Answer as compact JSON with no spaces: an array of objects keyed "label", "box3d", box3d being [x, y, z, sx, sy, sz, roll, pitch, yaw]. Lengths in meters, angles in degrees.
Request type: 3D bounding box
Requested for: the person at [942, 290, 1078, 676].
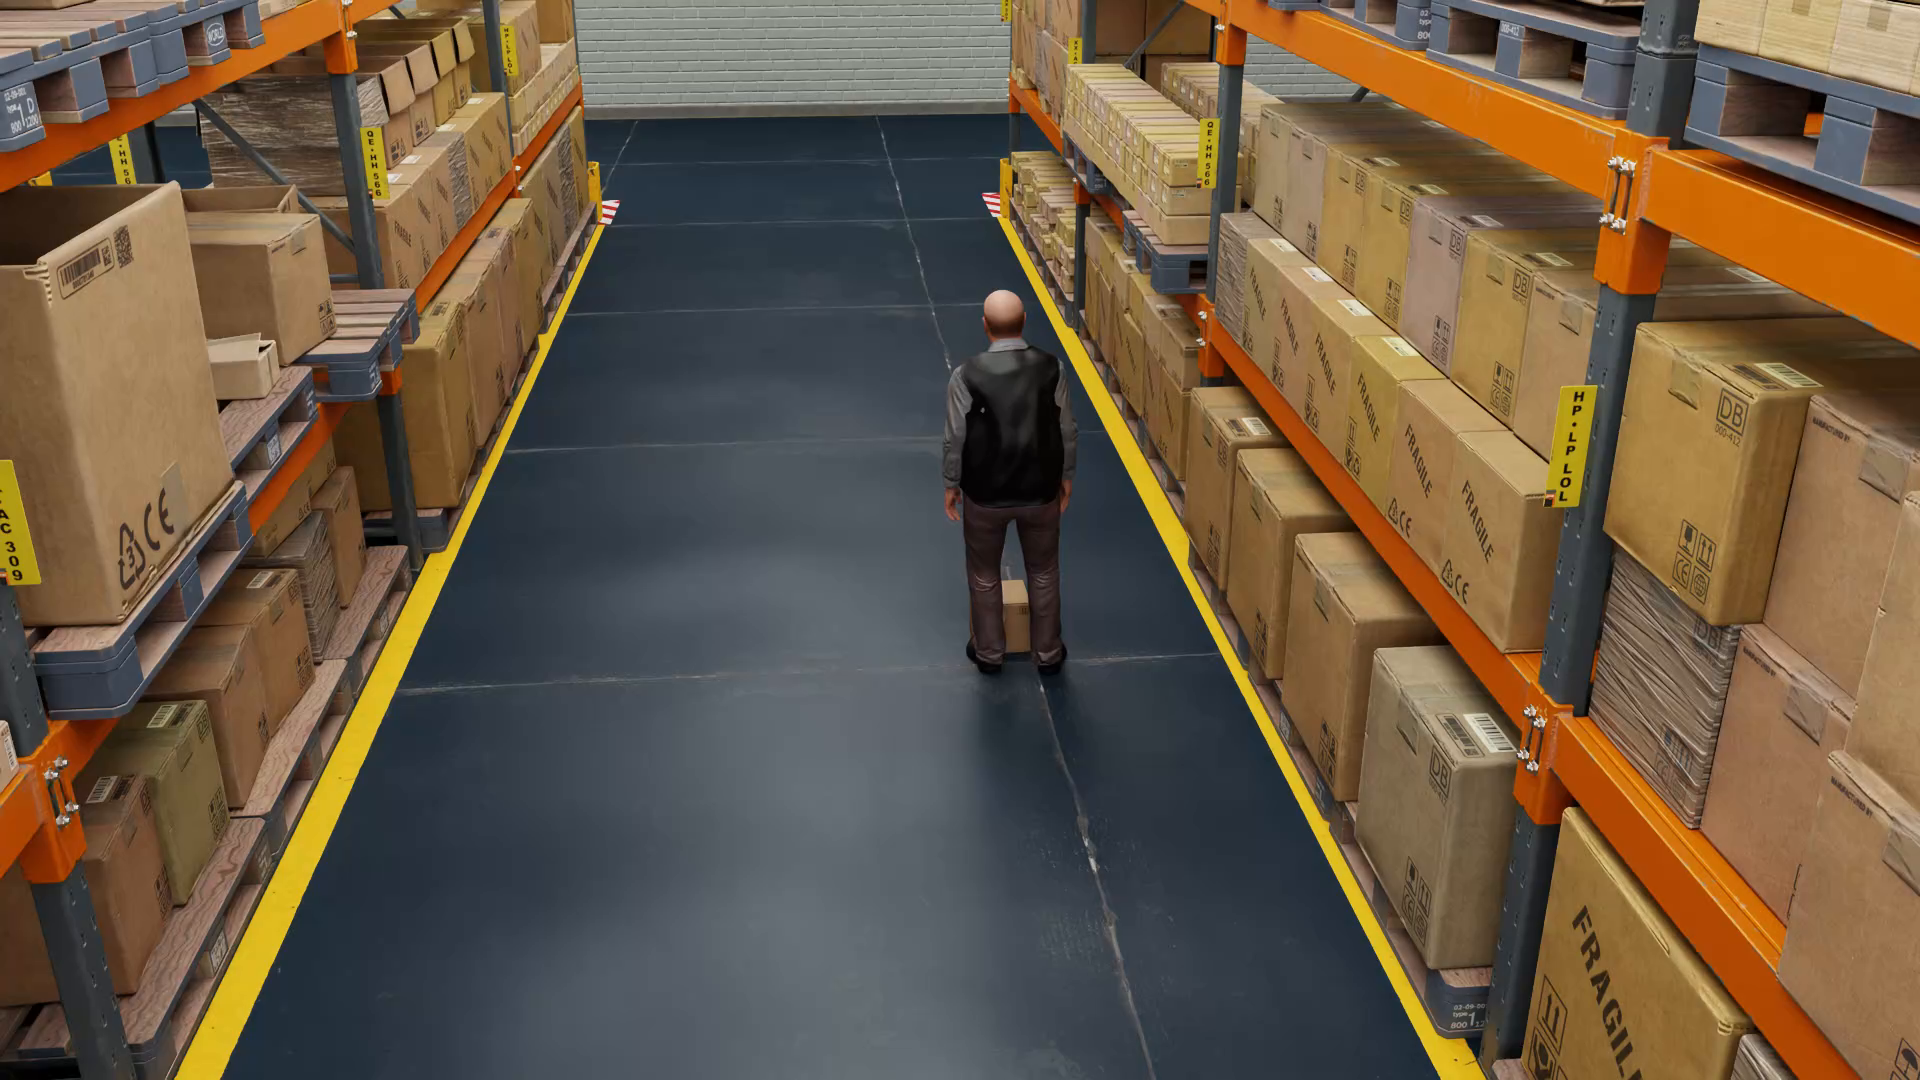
[{"label":"person","box3d":[0.210,-0.218,7.130,0.588,1.720,0.475,-4,24,-8]}]
